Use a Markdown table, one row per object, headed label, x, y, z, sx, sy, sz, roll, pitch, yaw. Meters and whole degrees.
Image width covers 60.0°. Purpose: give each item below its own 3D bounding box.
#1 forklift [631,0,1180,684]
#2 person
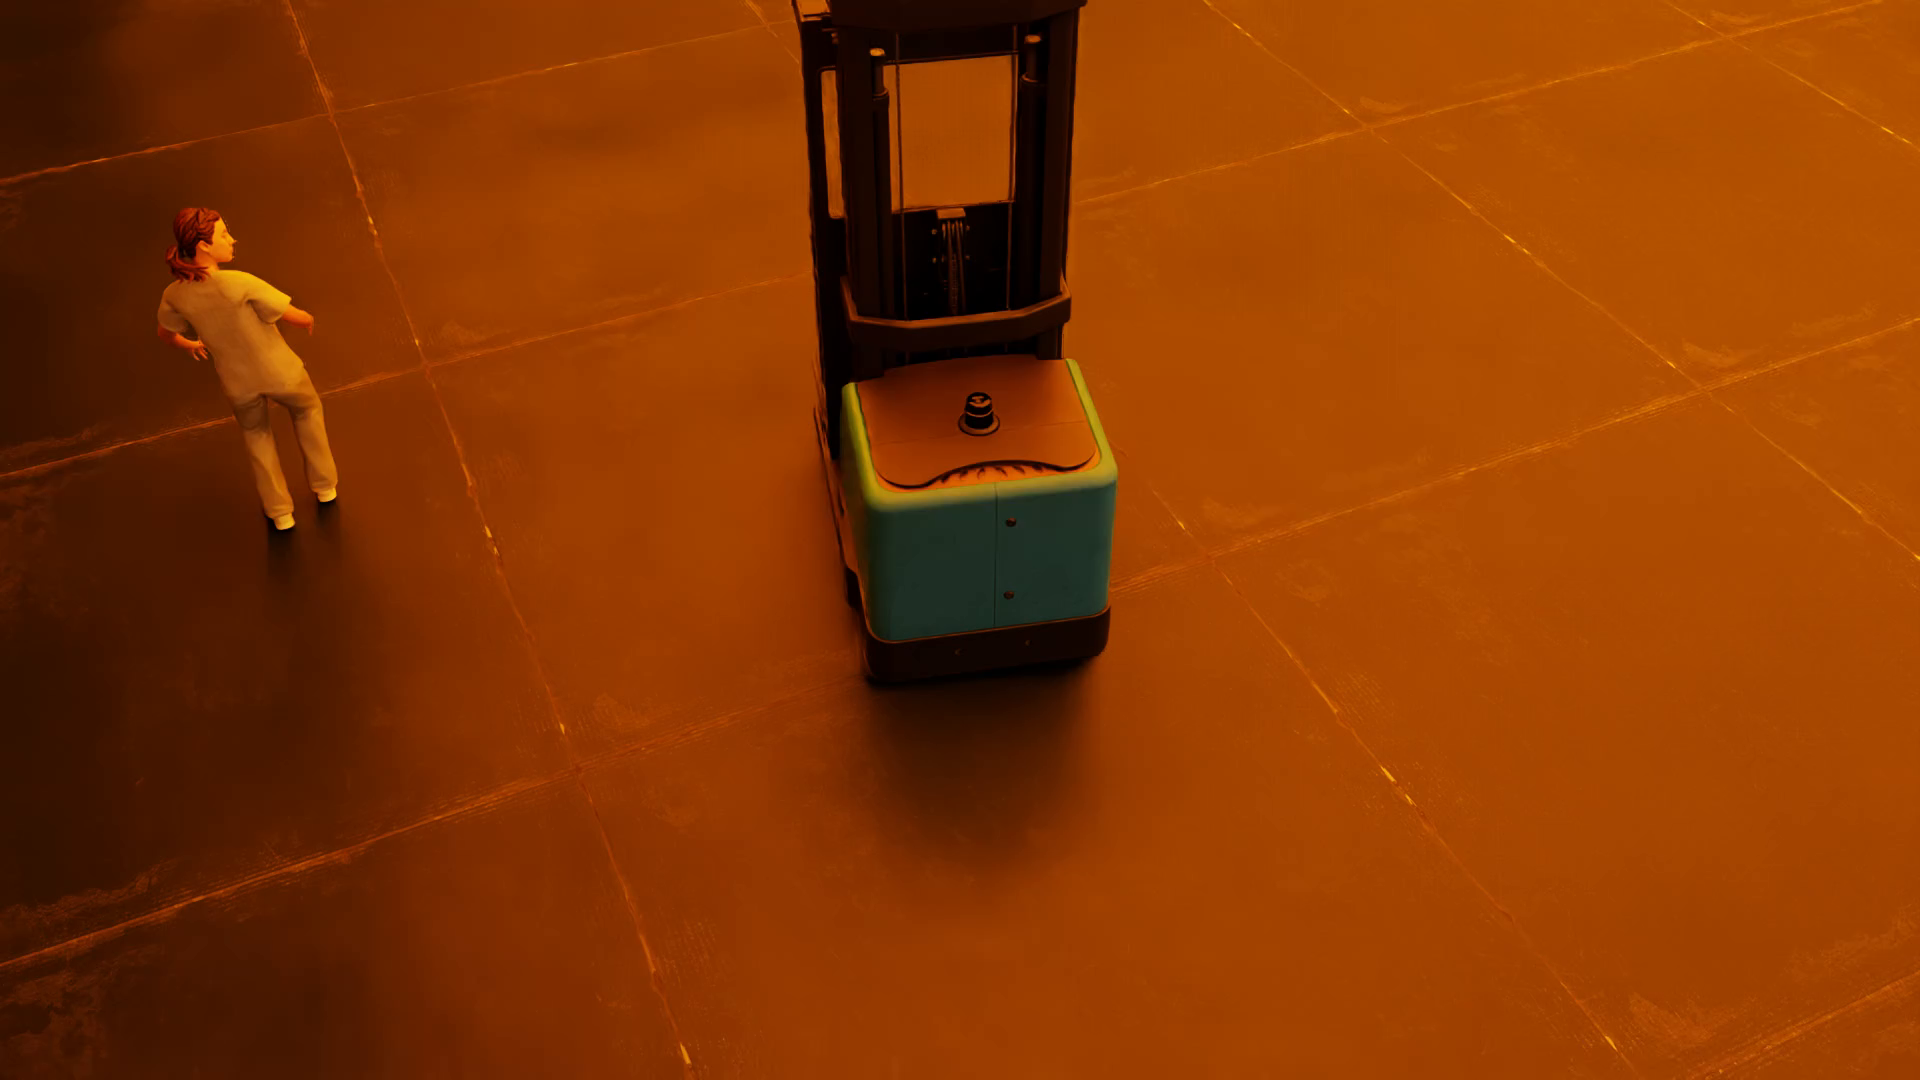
| label | x | y | z | sx | sy | sz | roll | pitch | yaw |
| --- | --- | --- | --- | --- | --- | --- | --- | --- | --- |
| forklift | -0.440 | -1.376 | 7.155 | 1.130 | 2.935 | 3.031 | -32 | 52 | -30 |
| person | -3.203 | -0.807 | 7.480 | 0.639 | 1.658 | 0.486 | -4 | 43 | -4 |
